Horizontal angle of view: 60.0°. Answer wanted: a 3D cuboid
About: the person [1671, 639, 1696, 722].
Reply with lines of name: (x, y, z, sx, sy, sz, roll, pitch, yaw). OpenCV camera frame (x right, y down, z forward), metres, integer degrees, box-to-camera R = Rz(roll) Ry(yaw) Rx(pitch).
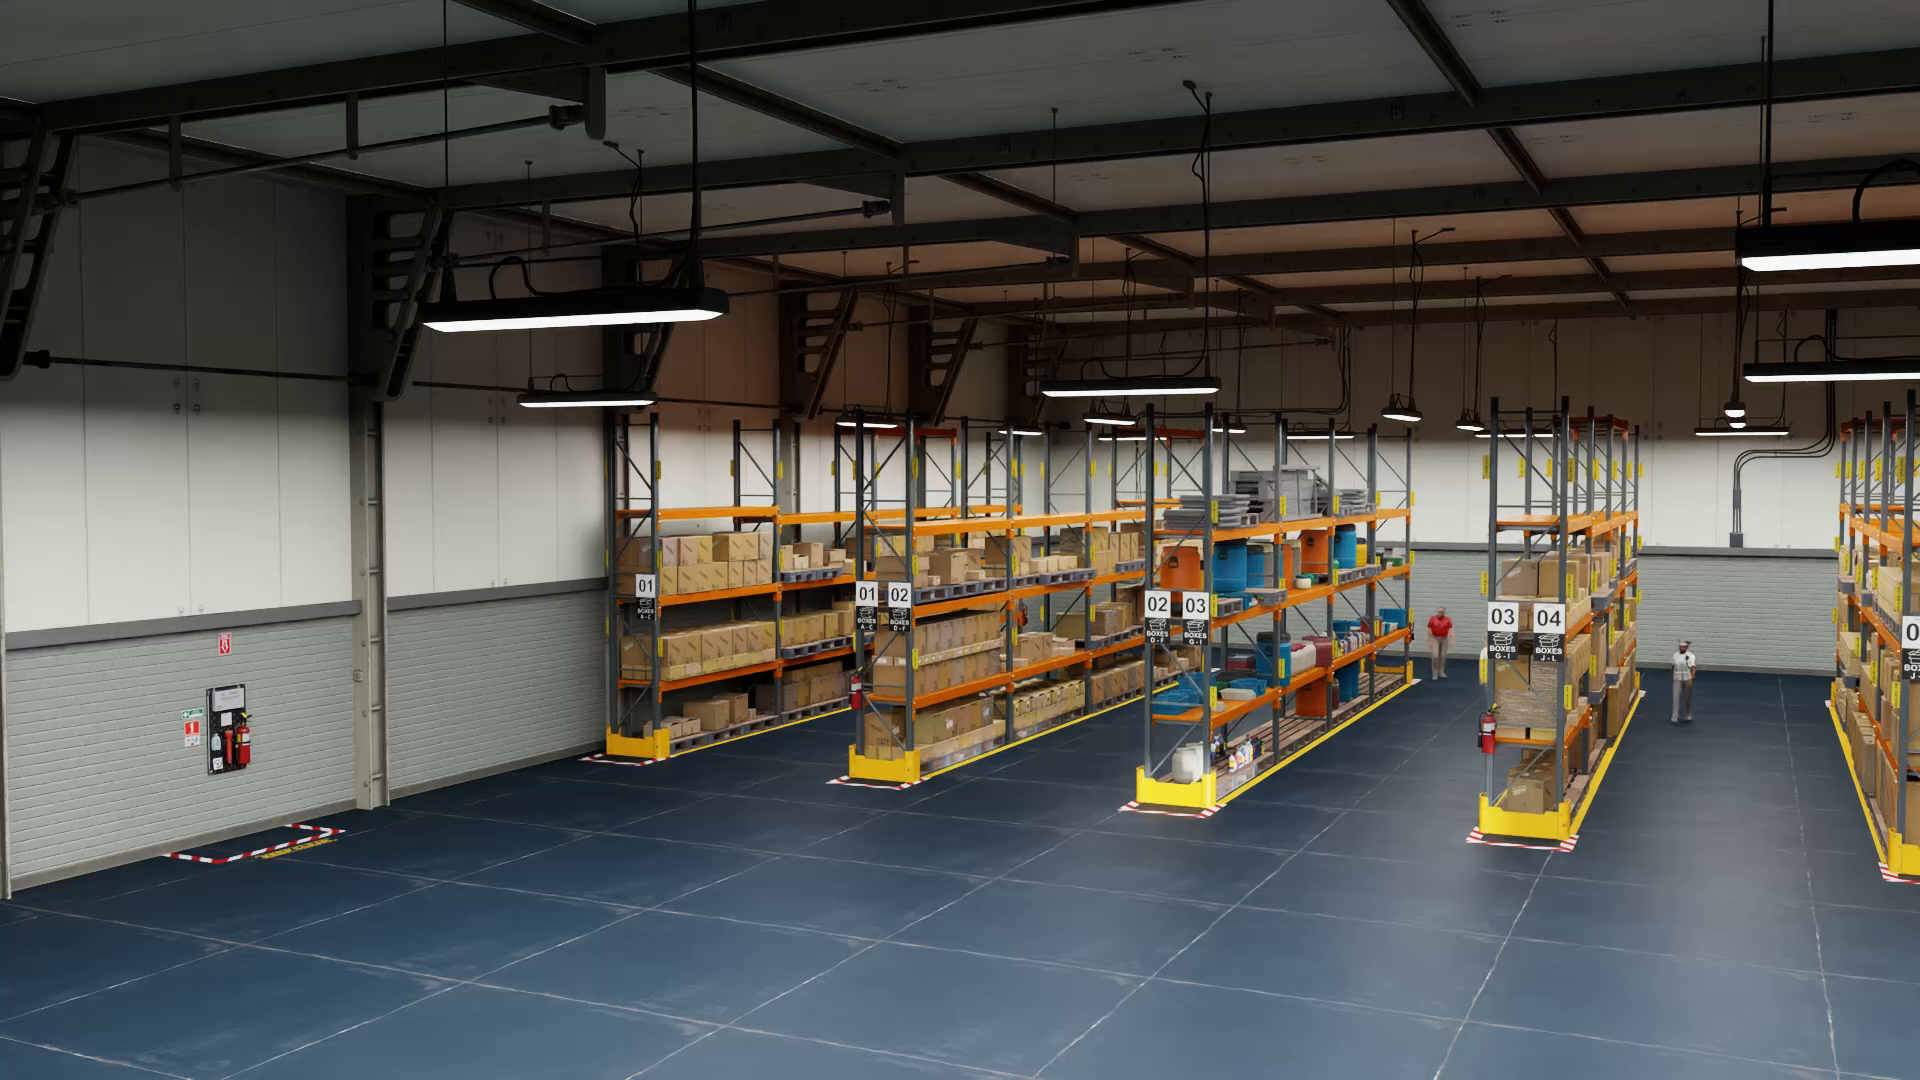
person: (14.319, 2.779, 32.931, 0.462, 1.628, 0.946, 2, 3, 34)

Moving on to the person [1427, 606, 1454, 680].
person: (11.542, 2.487, 39.939, 0.590, 1.801, 0.502, 0, 2, 4)

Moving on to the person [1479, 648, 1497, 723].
person: (10.550, 2.730, 32.915, 0.578, 1.718, 0.962, 2, 3, 34)
